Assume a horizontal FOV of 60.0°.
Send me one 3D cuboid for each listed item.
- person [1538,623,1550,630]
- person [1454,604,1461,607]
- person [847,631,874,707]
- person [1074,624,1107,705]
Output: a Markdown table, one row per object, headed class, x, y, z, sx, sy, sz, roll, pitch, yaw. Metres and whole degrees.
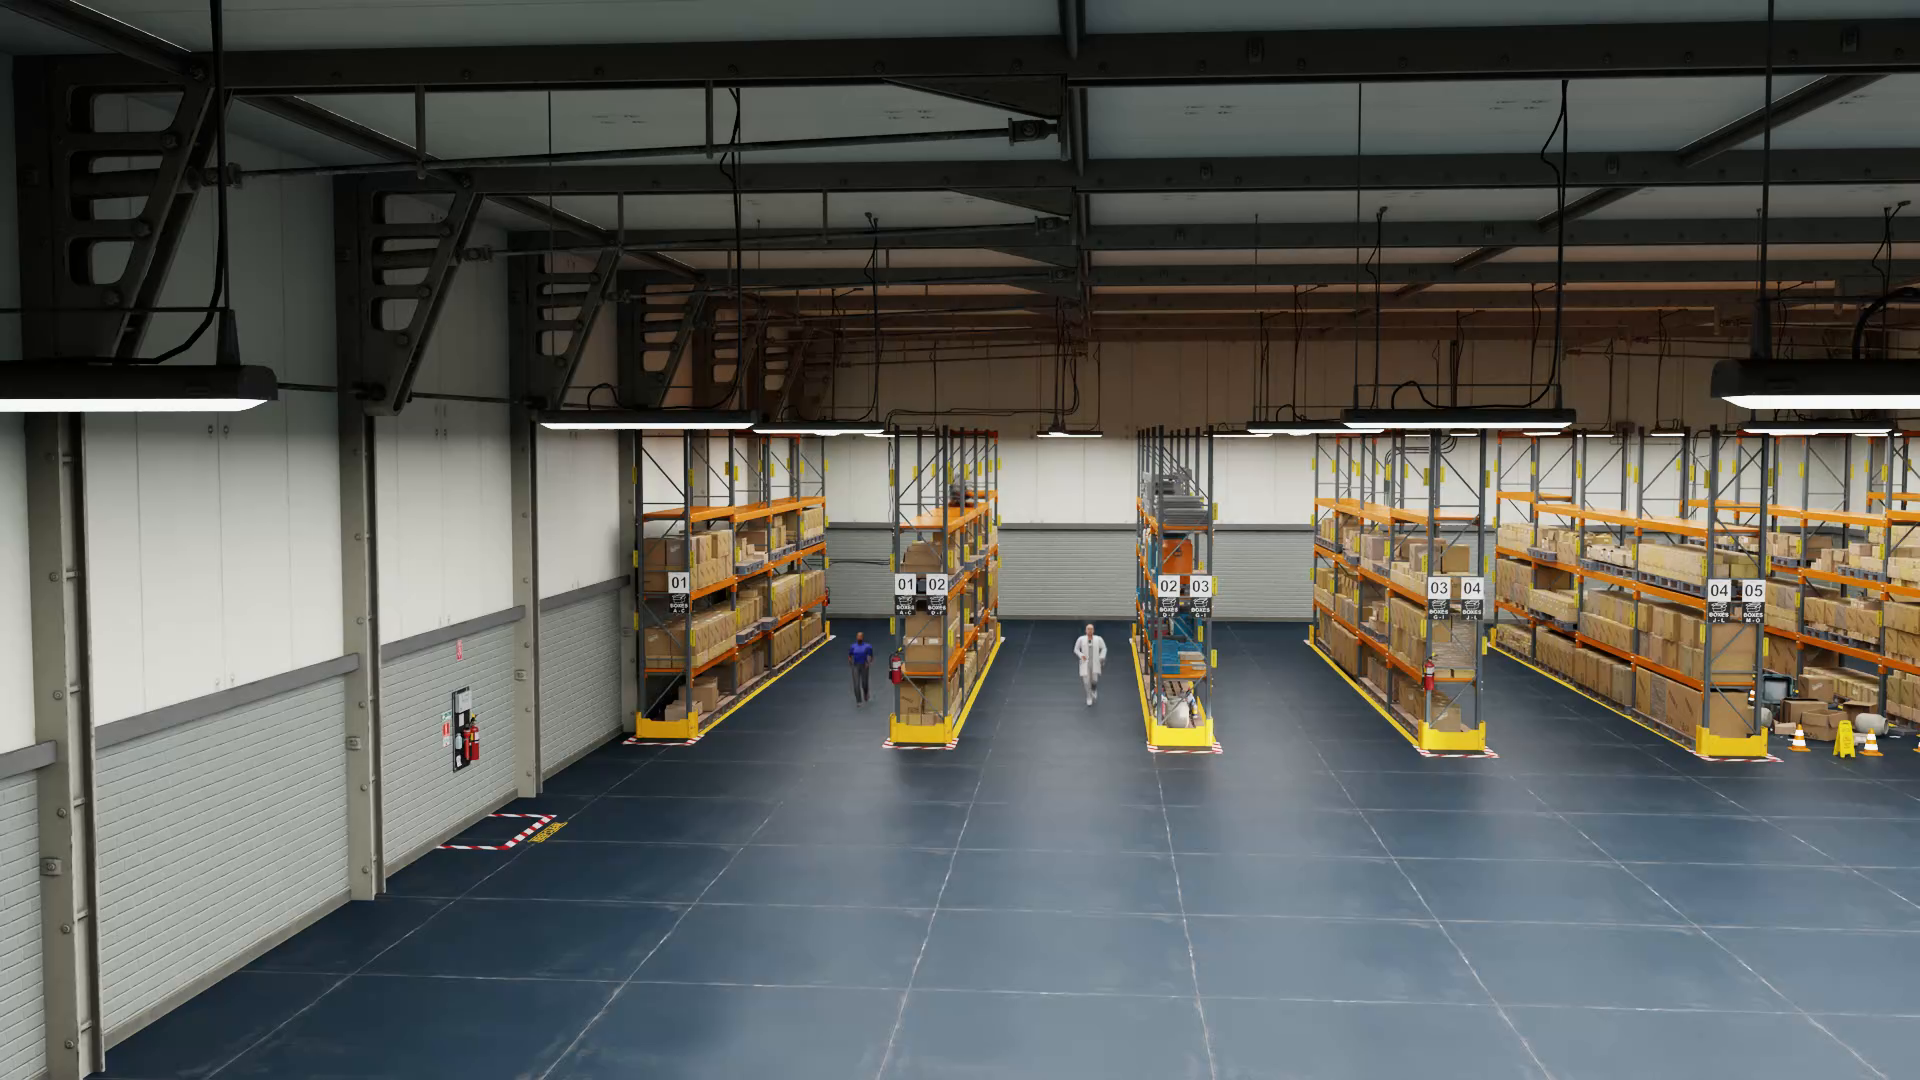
| class | x | y | z | sx | sy | sz | roll | pitch | yaw |
| --- | --- | --- | --- | --- | --- | --- | --- | --- | --- |
| person | 16.680 | 1.997 | 47.537 | 0.691 | 1.785 | 0.639 | -1 | 3 | -11 |
| person | 13.963 | 2.120 | 46.986 | 0.597 | 1.665 | 0.740 | -3 | 4 | -36 |
| person | -2.147 | 2.768 | 35.789 | 0.574 | 1.602 | 0.587 | 0 | 3 | 4 |
| person | 2.814 | 2.697 | 35.916 | 0.707 | 1.736 | 0.572 | 0 | 3 | 4 |
